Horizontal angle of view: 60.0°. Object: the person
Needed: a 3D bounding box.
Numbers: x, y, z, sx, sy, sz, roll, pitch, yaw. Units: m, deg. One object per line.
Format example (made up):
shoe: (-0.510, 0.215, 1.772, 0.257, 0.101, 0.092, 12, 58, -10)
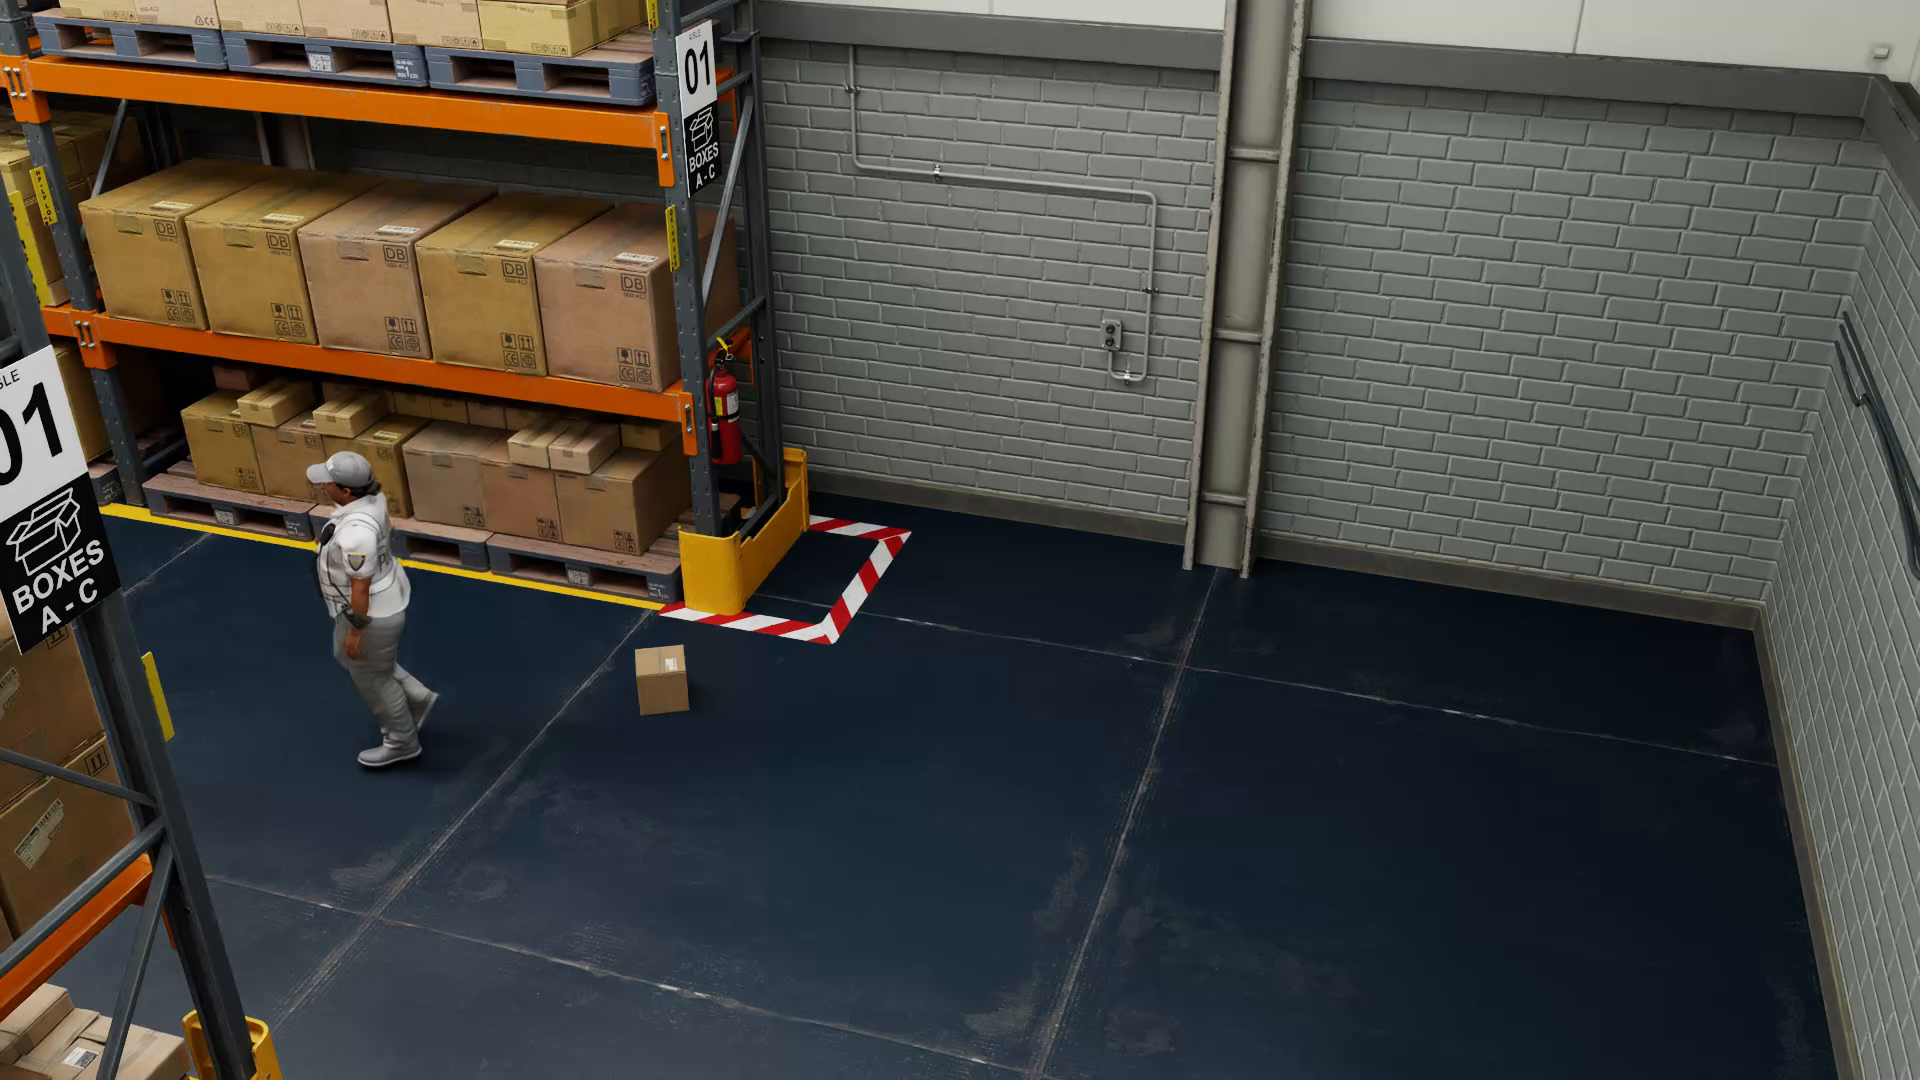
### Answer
person: (-2.803, 0.332, 7.871, 0.453, 1.667, 0.479, -6, 30, -10)
